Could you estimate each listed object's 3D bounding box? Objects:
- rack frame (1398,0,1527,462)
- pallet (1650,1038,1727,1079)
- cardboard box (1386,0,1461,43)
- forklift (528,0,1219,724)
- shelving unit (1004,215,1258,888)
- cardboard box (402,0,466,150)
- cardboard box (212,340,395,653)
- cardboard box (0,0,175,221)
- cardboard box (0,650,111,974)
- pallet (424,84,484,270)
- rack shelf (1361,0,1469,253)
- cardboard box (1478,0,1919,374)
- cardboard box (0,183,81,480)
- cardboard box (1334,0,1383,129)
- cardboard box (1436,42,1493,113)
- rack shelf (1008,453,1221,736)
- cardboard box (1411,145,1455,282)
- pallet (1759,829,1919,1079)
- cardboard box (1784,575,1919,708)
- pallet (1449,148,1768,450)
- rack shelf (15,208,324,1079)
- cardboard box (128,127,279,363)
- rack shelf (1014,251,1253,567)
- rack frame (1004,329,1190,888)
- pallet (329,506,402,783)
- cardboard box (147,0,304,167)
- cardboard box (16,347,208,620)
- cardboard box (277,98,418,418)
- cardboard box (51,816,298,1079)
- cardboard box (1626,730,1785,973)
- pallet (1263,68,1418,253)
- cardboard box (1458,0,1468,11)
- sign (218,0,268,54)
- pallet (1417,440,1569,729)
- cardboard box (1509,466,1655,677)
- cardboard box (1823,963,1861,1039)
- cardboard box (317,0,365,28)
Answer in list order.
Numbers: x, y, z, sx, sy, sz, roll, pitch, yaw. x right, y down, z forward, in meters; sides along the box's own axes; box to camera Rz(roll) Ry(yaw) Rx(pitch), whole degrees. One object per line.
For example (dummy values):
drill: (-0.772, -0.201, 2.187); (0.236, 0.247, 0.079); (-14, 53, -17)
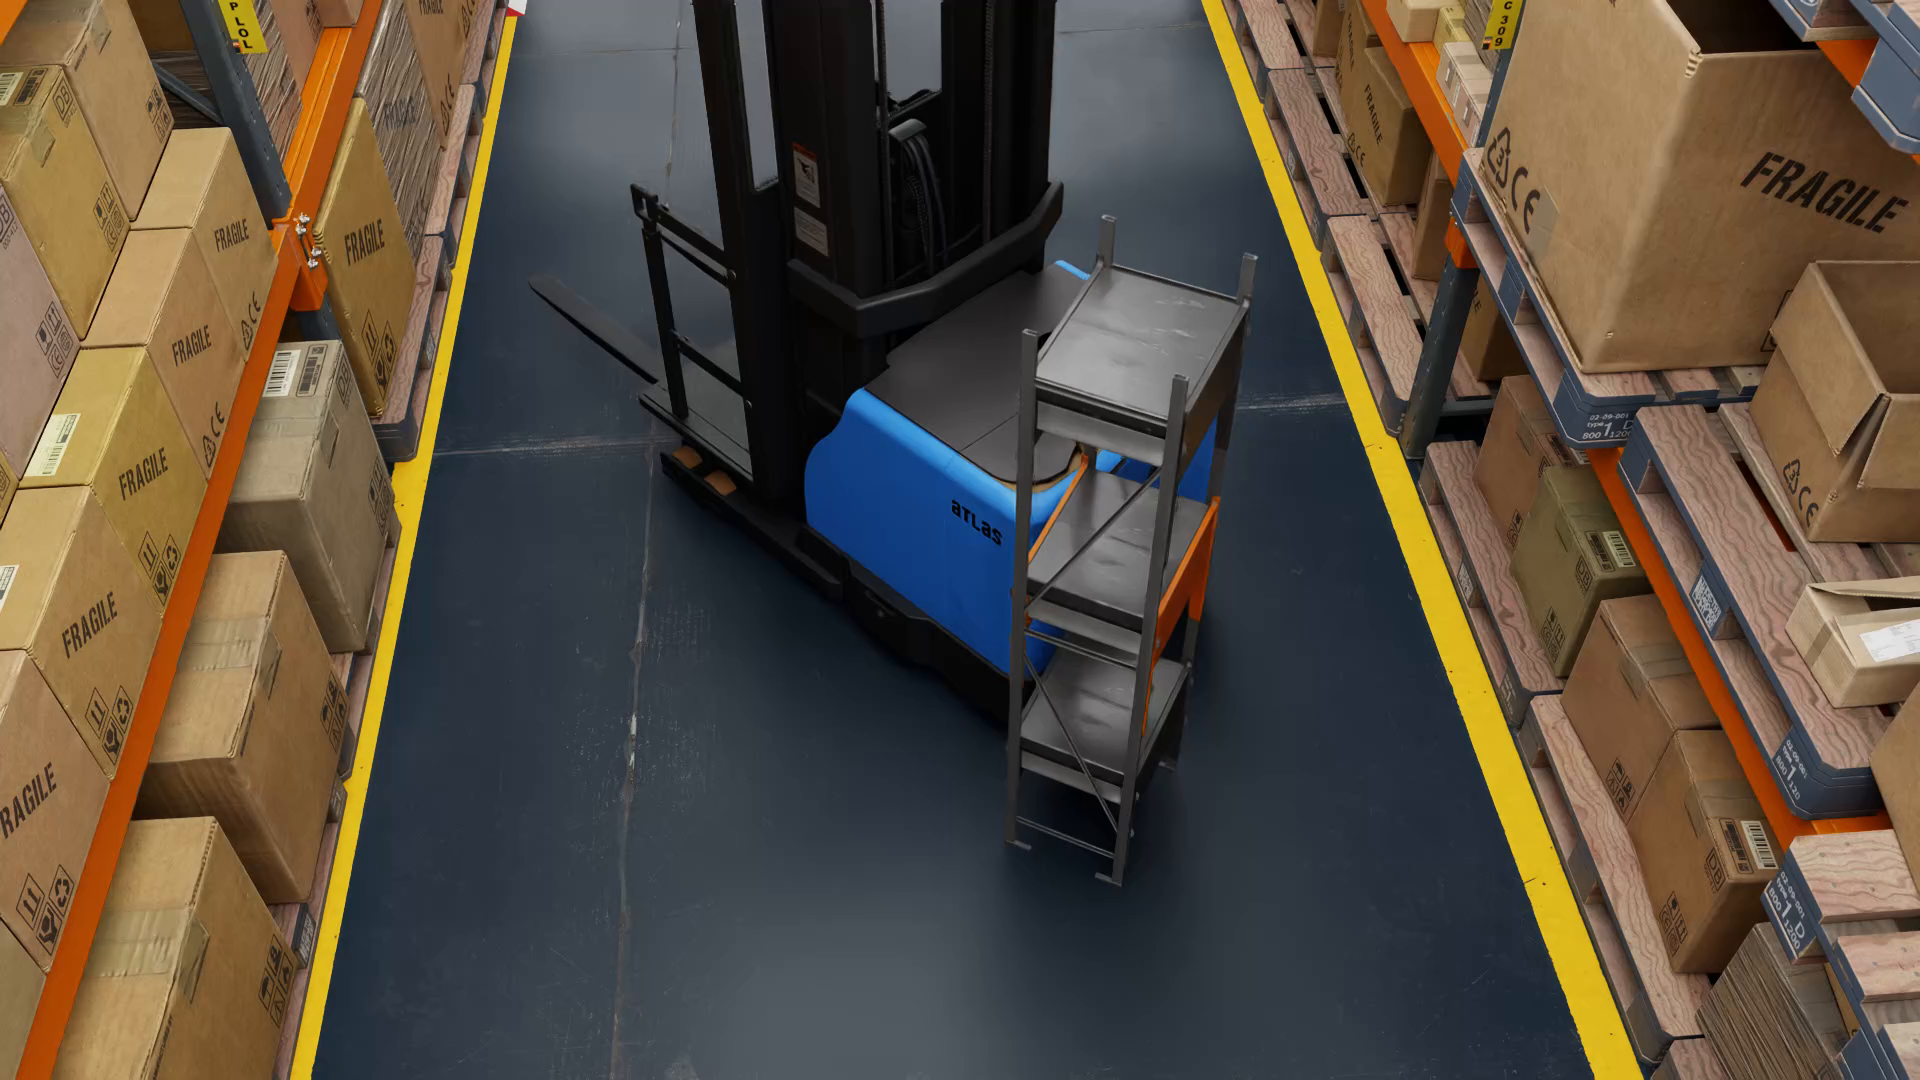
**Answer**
rack frame: (2.248, -1.416, 5.525); (1.000, 3.000, 0.127); (-3, 47, -3)
pallet: (2.519, 1.871, 4.332); (1.003, 0.211, 1.213); (-3, 47, -3)
cardboard box: (1.833, -2.008, 6.258); (0.380, 0.149, 0.250); (-3, 47, -3)
forklift: (-0.504, -1.347, 5.507); (3.031, 2.935, 1.130); (36, 56, 29)
shelving unit: (0.430, 0.142, 4.669); (0.431, 2.100, 0.503); (19, 49, 17)
cardboard box: (-2.839, -2.373, 7.605); (0.875, 0.875, 0.875); (-4, 47, -4)
cardboard box: (-2.561, -0.115, 5.553); (1.050, 0.750, 0.750); (-4, 47, -3)
cardboard box: (-2.655, -1.207, 4.570); (0.700, 0.500, 0.500); (-4, 47, -4)
cardboard box: (-2.224, 0.598, 3.549); (0.500, 0.500, 0.500); (-4, 47, -3)
pallet: (-2.794, -1.669, 7.685); (1.003, 0.211, 1.213); (-3, 47, -3)
rack shelf: (2.081, -2.616, 7.157); (1.077, 0.370, 4.000); (-3, 47, -3)
cardboard box: (2.175, -1.184, 4.603); (1.000, 1.000, 1.000); (-3, 47, -3)
cardboard box: (-2.568, -0.470, 3.871); (0.700, 0.500, 0.500); (-3, 47, -3)
cardboard box: (2.067, -2.258, 7.755); (0.500, 0.500, 0.500); (0, 47, 0)
cardboard box: (1.926, -1.649, 5.919); (0.380, 0.149, 0.250); (-3, 47, -3)
rack shelf: (0.430, 0.152, 4.679); (0.431, 0.518, 0.480); (19, 49, 17)
cardboard box: (2.199, -1.407, 6.949); (0.500, 0.500, 0.500); (10, 47, 9)
pallet: (2.417, 1.035, 3.336); (1.213, 0.211, 1.003); (-3, 47, -3)
cardboard box: (2.174, 0.189, 3.808); (0.396, 0.266, 0.258); (-5, 47, -4)
pallet: (2.167, -0.789, 5.063); (1.003, 0.211, 1.213); (-3, 47, -3)
rack shelf: (-2.535, 0.506, 4.200); (1.077, 0.370, 4.000); (-3, 47, -3)
cardboard box: (-2.393, -0.861, 4.931); (0.500, 0.500, 0.500); (-4, 47, -4)
rack shelf: (0.431, -0.330, 4.170); (0.431, 0.518, 0.480); (19, 49, 17)
rack frame: (0.327, 0.303, 4.517); (0.400, 2.100, 0.015); (19, 49, 17)
pallet: (-2.563, 0.325, 5.797); (1.003, 0.211, 1.213); (-3, 47, -3)
cardboard box: (-2.746, -1.506, 5.507); (0.875, 0.550, 0.550); (-3, 47, -3)
cardboard box: (-2.308, -0.130, 4.238); (0.500, 0.500, 0.500); (-3, 47, -3)
cardboard box: (-2.686, -1.061, 6.363); (0.875, 0.875, 0.875); (-3, 47, -3)
cardboard box: (-2.406, 1.257, 4.254); (1.050, 0.750, 0.750); (-3, 47, -3)
cardboard box: (2.394, 0.892, 4.758); (0.700, 0.500, 0.500); (0, 47, 0)
pallet: (2.052, -1.826, 7.834); (1.003, 0.211, 1.213); (-3, 47, -3)
cardboard box: (2.265, -2.246, 6.038); (0.875, 0.500, 0.500); (-3, 47, -3)
sign: (-2.163, -1.599, 4.955); (0.100, 0.325, 0.005); (-3, 47, -3)
pallet: (2.315, 0.106, 6.004); (1.003, 0.211, 1.213); (-3, 47, -3)
cardboard box: (2.299, 0.084, 5.523); (0.700, 0.500, 0.500); (-4, 47, -4)
cardboard box: (2.443, 1.062, 4.080); (0.500, 0.250, 0.500); (1, 47, 1)
cardboard box: (-2.742, -2.300, 6.259); (0.875, 0.550, 0.550); (-3, 47, -3)
